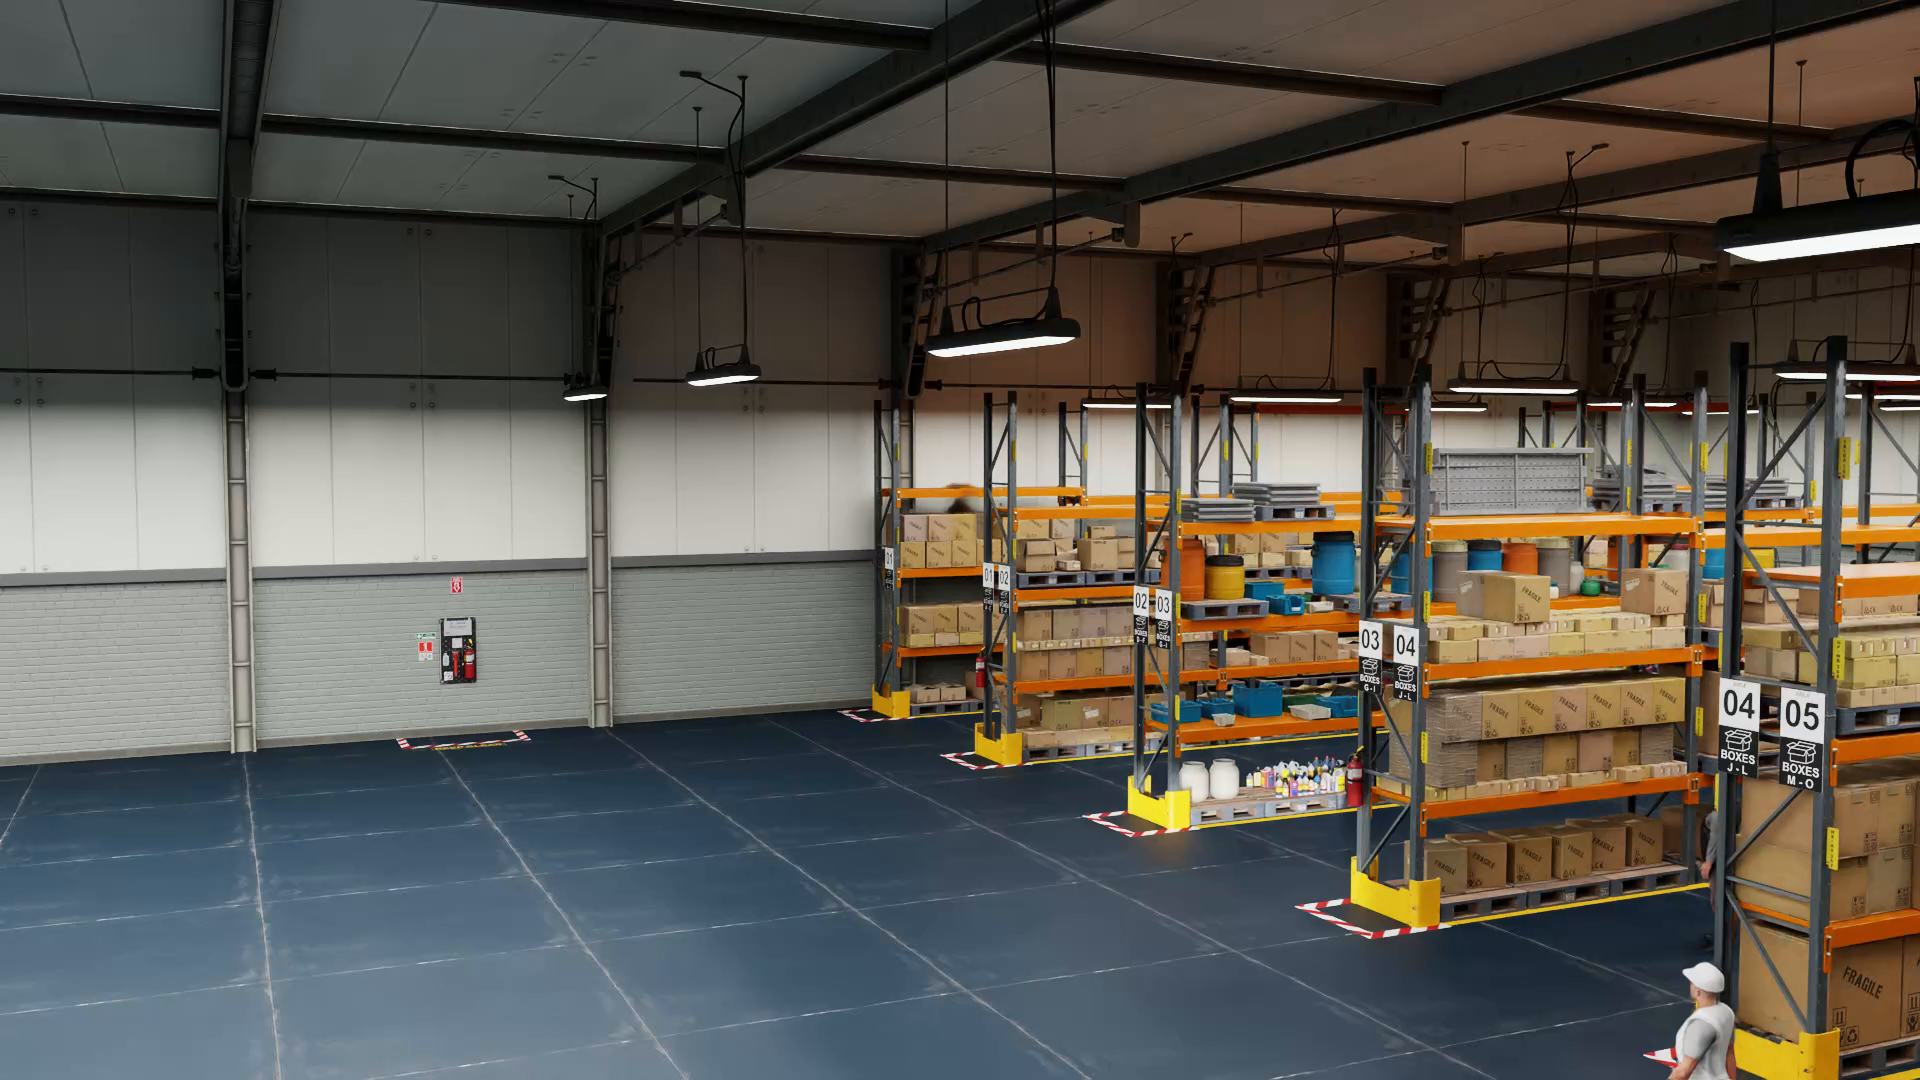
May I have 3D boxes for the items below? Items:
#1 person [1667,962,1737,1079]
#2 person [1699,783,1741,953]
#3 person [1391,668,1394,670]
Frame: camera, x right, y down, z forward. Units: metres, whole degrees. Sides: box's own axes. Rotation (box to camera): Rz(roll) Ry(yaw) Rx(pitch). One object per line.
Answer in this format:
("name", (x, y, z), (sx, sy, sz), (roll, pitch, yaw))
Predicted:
("person", (4.814, 3.634, 10.945), (1.070, 1.733, 0.486), (0, 3, 6))
("person", (7.785, 3.323, 17.038), (0.383, 1.754, 0.558), (2, 4, 25))
("person", (9.117, 2.257, 34.669), (0.635, 1.807, 0.402), (0, 3, -7))
